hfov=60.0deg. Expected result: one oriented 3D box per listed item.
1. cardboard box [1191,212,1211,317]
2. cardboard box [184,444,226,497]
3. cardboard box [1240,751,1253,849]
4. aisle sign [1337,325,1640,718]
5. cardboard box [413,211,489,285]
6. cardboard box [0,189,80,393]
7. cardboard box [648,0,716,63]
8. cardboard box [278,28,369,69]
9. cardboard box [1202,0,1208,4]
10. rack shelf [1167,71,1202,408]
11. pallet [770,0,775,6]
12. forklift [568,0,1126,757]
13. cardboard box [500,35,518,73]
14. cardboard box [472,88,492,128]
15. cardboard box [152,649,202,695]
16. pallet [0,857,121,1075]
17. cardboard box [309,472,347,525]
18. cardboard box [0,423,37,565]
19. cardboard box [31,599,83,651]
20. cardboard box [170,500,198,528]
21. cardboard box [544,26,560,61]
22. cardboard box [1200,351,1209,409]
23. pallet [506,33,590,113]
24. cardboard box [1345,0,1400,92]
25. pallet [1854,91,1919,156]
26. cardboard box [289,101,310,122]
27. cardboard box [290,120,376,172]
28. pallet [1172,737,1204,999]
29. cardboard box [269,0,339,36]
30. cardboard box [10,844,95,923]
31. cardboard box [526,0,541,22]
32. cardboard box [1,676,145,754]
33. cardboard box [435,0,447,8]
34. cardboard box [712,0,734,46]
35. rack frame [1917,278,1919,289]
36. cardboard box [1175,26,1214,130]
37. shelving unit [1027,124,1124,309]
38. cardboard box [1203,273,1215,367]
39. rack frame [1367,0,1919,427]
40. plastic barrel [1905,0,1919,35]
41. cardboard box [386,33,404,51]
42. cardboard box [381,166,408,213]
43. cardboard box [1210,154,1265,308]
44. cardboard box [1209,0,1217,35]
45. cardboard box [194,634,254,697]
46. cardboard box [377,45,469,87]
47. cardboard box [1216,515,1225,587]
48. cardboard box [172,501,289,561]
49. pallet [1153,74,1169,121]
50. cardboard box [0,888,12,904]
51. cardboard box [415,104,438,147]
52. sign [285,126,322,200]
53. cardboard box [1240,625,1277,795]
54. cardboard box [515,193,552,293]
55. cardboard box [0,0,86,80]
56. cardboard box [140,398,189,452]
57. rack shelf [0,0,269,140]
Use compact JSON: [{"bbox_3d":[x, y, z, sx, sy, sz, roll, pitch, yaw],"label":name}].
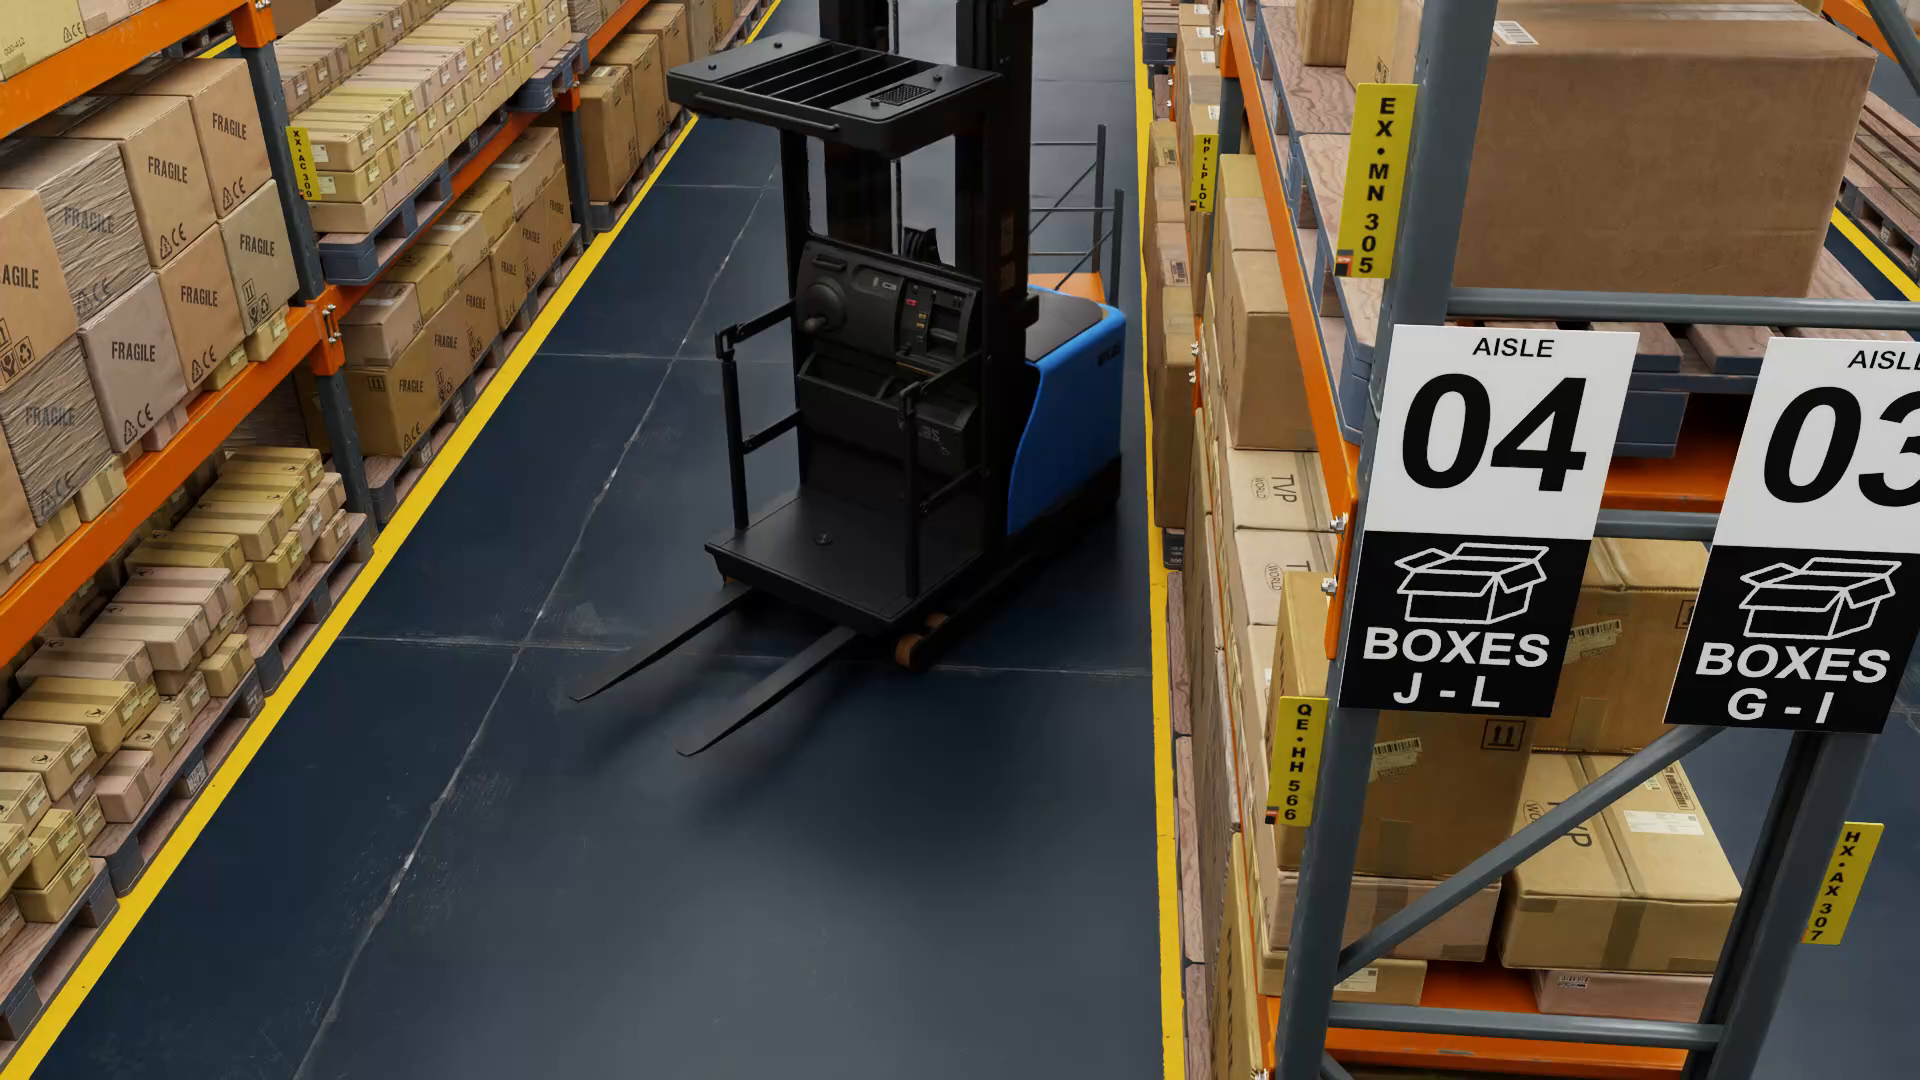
[{"bbox_3d":[1.308,-1.319,7.435,0.500,0.500,0.500,3,32,4],"label":"cardboard box"},{"bbox_3d":[-3.628,-0.332,7.679,0.380,0.149,0.250,4,32,6],"label":"cardboard box"},{"bbox_3d":[0.958,0.711,4.477,0.380,0.149,0.250,3,32,4],"label":"cardboard box"},{"bbox_3d":[0.911,-0.010,2.930,0.394,0.787,0.004,2,32,4],"label":"aisle sign"},{"bbox_3d":[-2.983,-1.639,9.317,0.500,0.250,0.500,4,32,6],"label":"cardboard box"},{"bbox_3d":[-3.280,-0.813,5.378,0.500,0.500,0.500,1,32,2],"label":"cardboard box"},{"bbox_3d":[-2.703,-4.360,14.210,1.050,0.750,0.750,2,32,4],"label":"cardboard box"},{"bbox_3d":[-3.428,-2.650,8.964,0.380,0.149,0.250,2,32,3],"label":"cardboard box"},{"bbox_3d":[1.872,-3.617,10.764,0.500,0.500,0.500,-1,32,-2],"label":"cardboard box"},{"bbox_3d":[1.705,-1.759,8.932,1.077,0.370,4.000,2,32,4],"label":"rack shelf"},{"bbox_3d":[-2.403,-5.951,17.705,1.003,0.211,1.213,2,32,4],"label":"pallet"},{"bbox_3d":[-0.450,-0.964,7.021,1.130,2.935,3.031,21,37,30],"label":"forklift"},{"bbox_3d":[-2.736,-2.759,9.423,0.380,0.149,0.250,2,32,4],"label":"cardboard box"},{"bbox_3d":[-2.778,-2.357,9.055,0.380,0.149,0.250,1,32,2],"label":"cardboard box"},{"bbox_3d":[-3.277,0.485,6.637,0.380,0.149,0.250,1,32,2],"label":"cardboard box"},{"bbox_3d":[-3.611,1.531,5.564,1.003,0.211,1.213,2,32,4],"label":"pallet"},{"bbox_3d":[-3.102,-0.198,7.746,0.380,0.149,0.250,3,32,5],"label":"cardboard box"},{"bbox_3d":[-3.336,-0.122,5.210,0.500,0.500,0.500,3,32,5],"label":"cardboard box"},{"bbox_3d":[-3.721,0.357,6.561,0.380,0.149,0.250,1,32,2],"label":"cardboard box"},{"bbox_3d":[-3.673,-0.064,7.529,0.380,0.149,0.250,3,32,4],"label":"cardboard box"},{"bbox_3d":[-2.672,-3.041,10.164,0.380,0.149,0.250,2,32,4],"label":"cardboard box"},{"bbox_3d":[1.165,-0.635,6.661,0.380,0.149,0.250,1,32,2],"label":"cardboard box"},{"bbox_3d":[-3.019,-2.917,10.308,1.213,0.211,1.003,2,32,4],"label":"pallet"},{"bbox_3d":[1.365,-1.305,4.058,0.700,0.500,0.500,0,32,1],"label":"cardboard box"},{"bbox_3d":[7.105,-3.392,13.553,1.003,0.211,1.213,2,32,4],"label":"pallet"},{"bbox_3d":[-3.496,-2.110,8.371,0.380,0.149,0.250,1,32,2],"label":"cardboard box"},{"bbox_3d":[-2.903,-1.796,7.577,0.380,0.149,0.250,4,32,6],"label":"cardboard box"},{"bbox_3d":[1.305,1.201,6.100,1.003,0.211,1.213,2,32,4],"label":"pallet"},{"bbox_3d":[-5.907,-4.824,14.880,0.500,0.500,0.500,2,32,4],"label":"cardboard box"},{"bbox_3d":[-3.274,1.182,5.790,0.380,0.149,0.250,3,32,5],"label":"cardboard box"},{"bbox_3d":[-2.695,-3.157,9.786,0.380,0.149,0.250,3,32,5],"label":"cardboard box"},{"bbox_3d":[-3.250,0.640,6.102,0.380,0.149,0.250,3,32,5],"label":"cardboard box"},{"bbox_3d":[-3.318,-3.327,10.062,0.380,0.149,0.250,2,32,3],"label":"cardboard box"},{"bbox_3d":[-2.621,-5.068,15.239,0.875,0.875,0.875,3,32,5],"label":"cardboard box"},{"bbox_3d":[6.804,-2.900,10.097,1.000,3.000,0.127,2,32,4],"label":"rack frame"},{"bbox_3d":[1.517,-2.642,9.582,0.500,0.500,0.500,2,32,3],"label":"cardboard box"},{"bbox_3d":[0.551,-1.350,9.011,0.587,1.500,1.083,0,32,-1],"label":"shelving unit"},{"bbox_3d":[1.243,-0.848,6.627,0.500,0.250,0.500,2,32,3],"label":"cardboard box"},{"bbox_3d":[1.216,-1.482,2.078,1.000,3.000,0.127,2,32,4],"label":"rack frame"},{"bbox_3d":[6.709,-3.715,11.312,0.421,0.512,0.421,0,32,0],"label":"plastic barrel"},{"bbox_3d":[-3.387,-2.787,9.468,0.380,0.149,0.250,3,32,4],"label":"cardboard box"},{"bbox_3d":[-2.886,-1.688,7.969,0.380,0.149,0.250,3,32,5],"label":"cardboard box"},{"bbox_3d":[1.248,-1.162,6.422,0.500,0.500,0.500,2,32,4],"label":"cardboard box"},{"bbox_3d":[1.792,-3.199,9.531,0.797,0.503,0.637,3,32,6],"label":"cardboard box"},{"bbox_3d":[-3.170,0.511,6.879,0.380,0.149,0.250,2,32,4],"label":"cardboard box"},{"bbox_3d":[-2.799,-2.472,8.675,0.380,0.149,0.250,4,32,6],"label":"cardboard box"},{"bbox_3d":[1.061,0.043,5.561,0.380,0.149,0.250,2,32,3],"label":"cardboard box"},{"bbox_3d":[-3.157,-0.040,7.206,0.380,0.149,0.250,2,32,4],"label":"cardboard box"},{"bbox_3d":[2.131,-3.609,13.905,1.003,0.211,1.213,2,32,4],"label":"pallet"},{"bbox_3d":[-3.410,1.180,5.510,0.380,0.149,0.250,3,32,5],"label":"cardboard box"},{"bbox_3d":[-2.842,-2.076,8.315,0.380,0.149,0.250,1,32,2],"label":"cardboard box"},{"bbox_3d":[-2.852,-1.634,7.217,0.100,0.325,0.005,2,32,4],"label":"sign"},{"bbox_3d":[1.033,0.479,4.473,0.500,0.250,0.500,2,32,3],"label":"cardboard box"},{"bbox_3d":[-2.907,-1.864,10.398,0.500,0.500,0.500,4,32,6],"label":"cardboard box"},{"bbox_3d":[-3.257,-1.703,5.439,0.500,0.250,0.500,2,32,3],"label":"cardboard box"},{"bbox_3d":[-3.215,-0.465,6.384,0.380,0.149,0.250,1,32,2],"label":"cardboard box"},{"bbox_3d":[-3.556,-1.210,5.180,1.077,0.370,4.000,2,32,4],"label":"rack shelf"}]
